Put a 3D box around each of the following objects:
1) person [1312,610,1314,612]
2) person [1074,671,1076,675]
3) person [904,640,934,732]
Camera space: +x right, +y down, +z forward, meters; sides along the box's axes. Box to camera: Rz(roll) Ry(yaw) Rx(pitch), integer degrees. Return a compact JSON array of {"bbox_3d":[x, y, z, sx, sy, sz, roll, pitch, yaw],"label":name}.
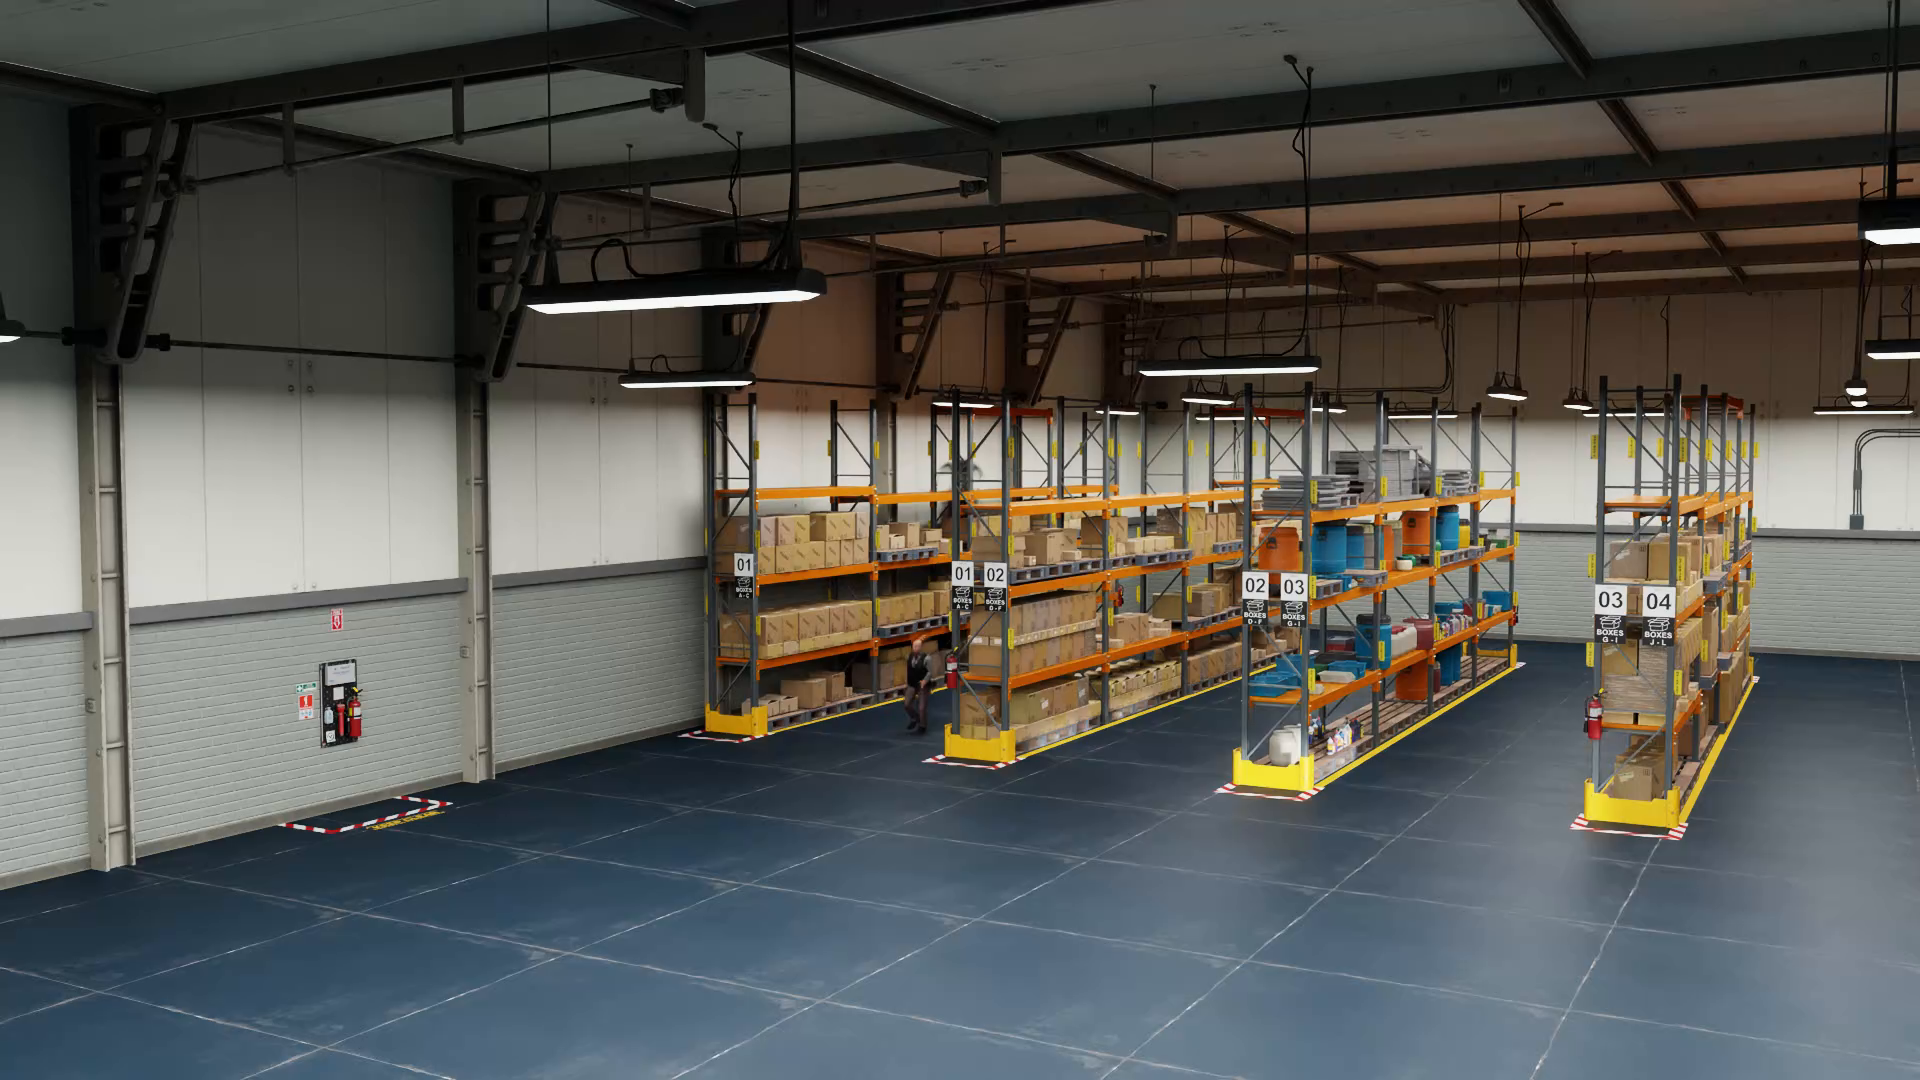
[{"bbox_3d":[8.901,1.913,42.963,0.702,1.548,0.838,0,3,-4],"label":"person"},{"bbox_3d":[2.156,2.364,34.087,0.679,1.607,1.121,2,4,38],"label":"person"},{"bbox_3d":[-0.737,2.576,29.207,0.651,1.664,0.782,1,3,22],"label":"person"}]
